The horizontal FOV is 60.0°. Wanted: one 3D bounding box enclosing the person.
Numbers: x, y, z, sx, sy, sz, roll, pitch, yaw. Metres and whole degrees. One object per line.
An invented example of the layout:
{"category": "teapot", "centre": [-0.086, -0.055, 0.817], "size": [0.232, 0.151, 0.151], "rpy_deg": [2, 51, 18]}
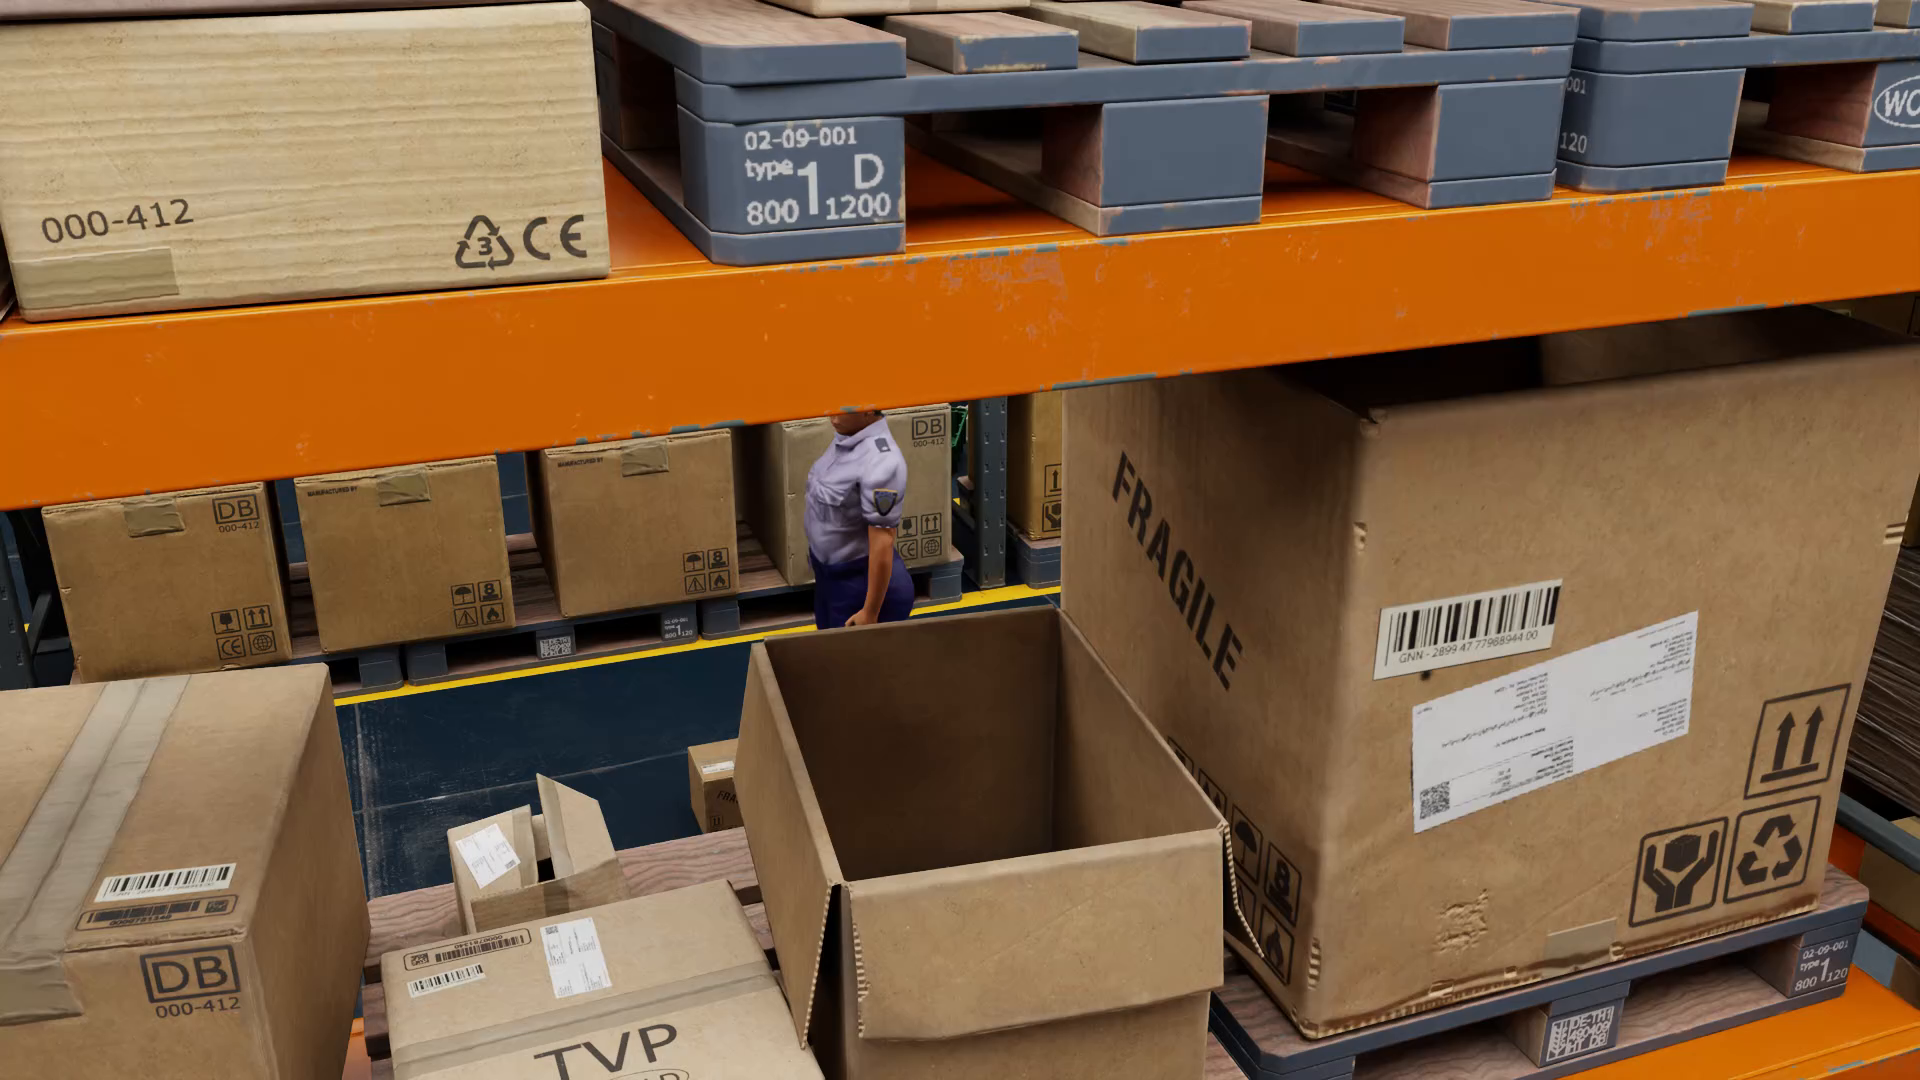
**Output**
{"category": "person", "centre": [-0.352, 0.176, 5.701], "size": [0.325, 1.645, 0.469], "rpy_deg": [-8, 24, -18]}
